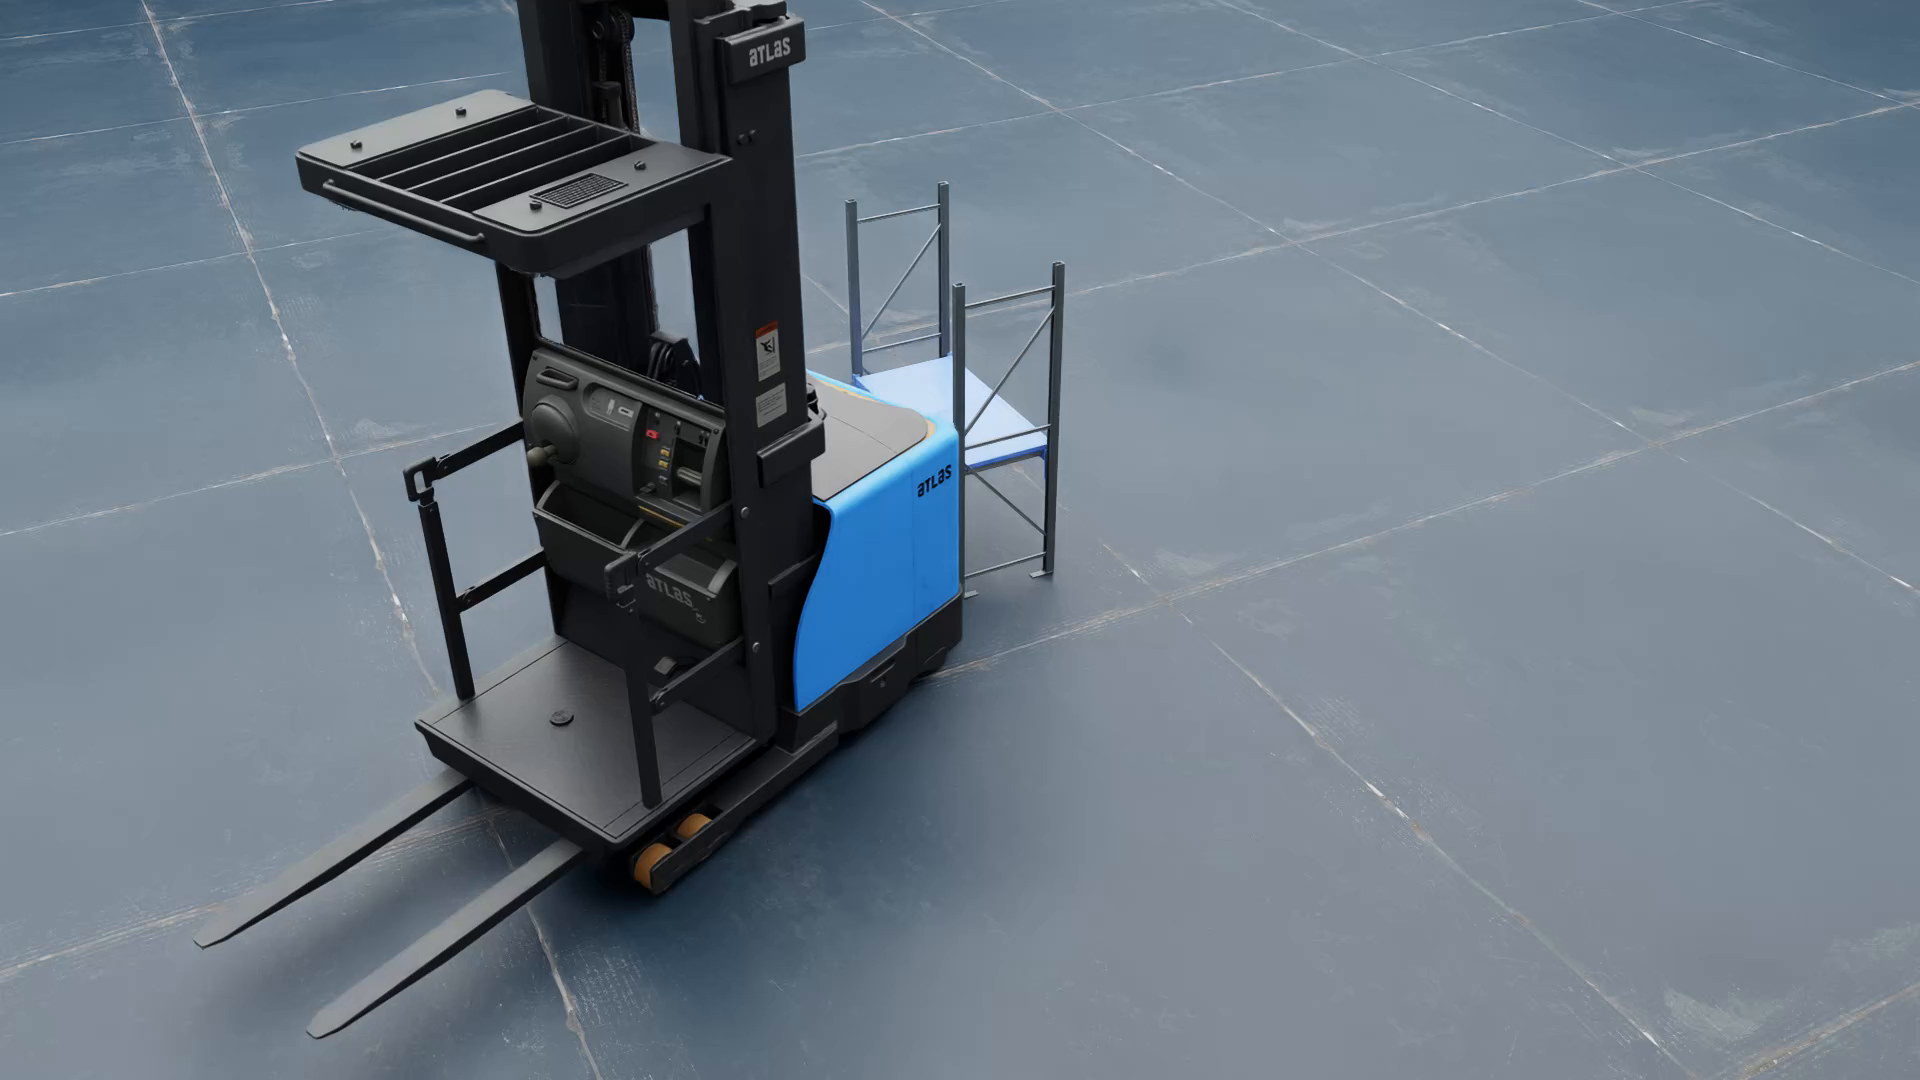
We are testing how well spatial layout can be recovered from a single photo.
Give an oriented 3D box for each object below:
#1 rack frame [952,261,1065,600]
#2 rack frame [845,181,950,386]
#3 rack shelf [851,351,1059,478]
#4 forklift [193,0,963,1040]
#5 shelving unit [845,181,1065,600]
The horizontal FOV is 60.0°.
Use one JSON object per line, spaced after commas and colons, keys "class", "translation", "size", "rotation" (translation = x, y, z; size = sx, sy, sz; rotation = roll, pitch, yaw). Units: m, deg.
{"class": "rack frame", "translation": [0.197, -0.430, 7.030], "size": [0.500, 1.500, 0.032], "rotation": [-16, 36, -23]}
{"class": "rack frame", "translation": [-0.277, -0.915, 7.788], "size": [0.500, 1.500, 0.032], "rotation": [-16, 36, -23]}
{"class": "rack shelf", "translation": [-0.040, -0.521, 7.506], "size": [0.538, 0.185, 1.000], "rotation": [-16, 36, -23]}
{"class": "forklift", "translation": [-1.282, -0.305, 5.509], "size": [1.130, 2.935, 3.031], "rotation": [22, 39, 31]}
{"class": "shelving unit", "translation": [-0.040, -0.672, 7.409], "size": [0.538, 1.500, 1.048], "rotation": [-16, 36, -23]}
